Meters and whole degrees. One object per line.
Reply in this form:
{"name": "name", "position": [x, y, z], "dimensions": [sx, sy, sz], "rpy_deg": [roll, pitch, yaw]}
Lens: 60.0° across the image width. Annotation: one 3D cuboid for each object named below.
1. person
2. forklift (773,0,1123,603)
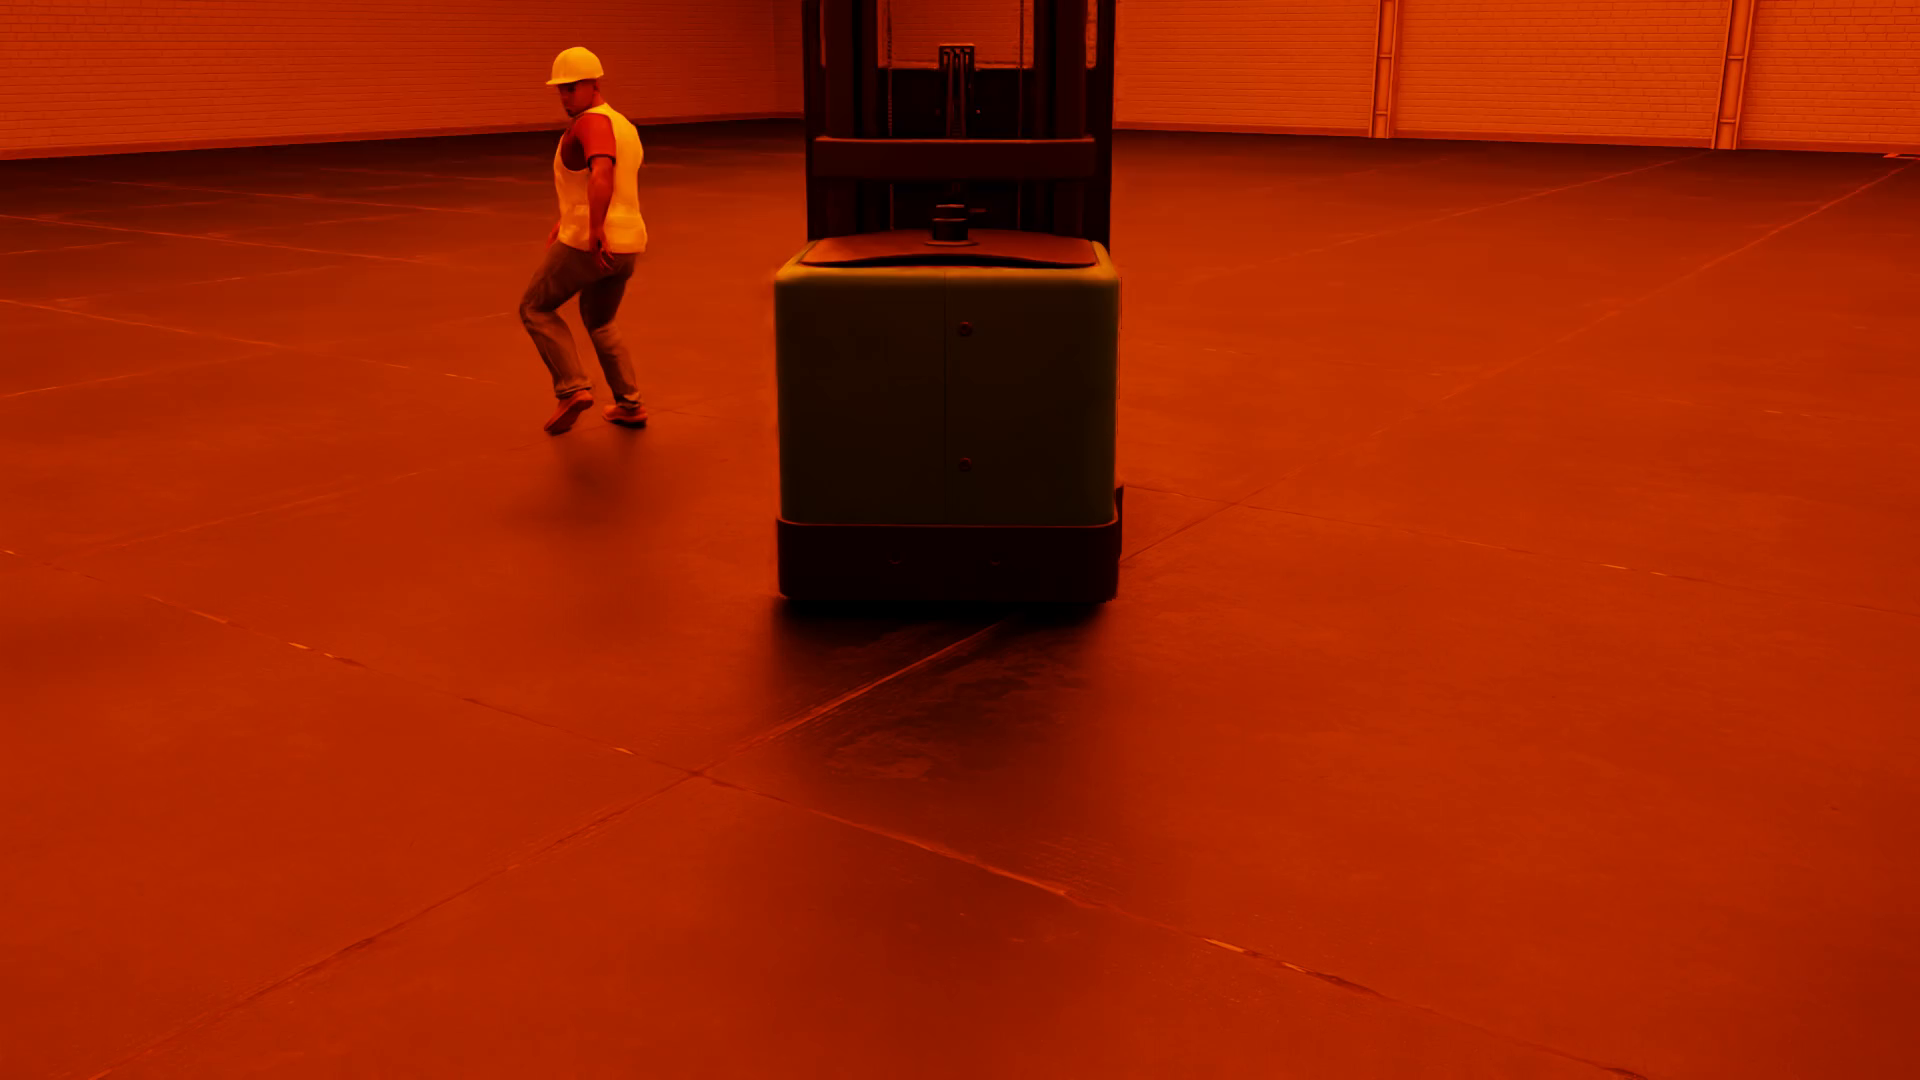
{"name": "person", "position": [-1.651, -1.324, 7.477], "dimensions": [0.753, 1.712, 0.753], "rpy_deg": [8, 19, 26]}
{"name": "forklift", "position": [0.003, -1.582, 6.122], "dimensions": [1.130, 2.935, 3.031], "rpy_deg": [1, 17, 2]}
